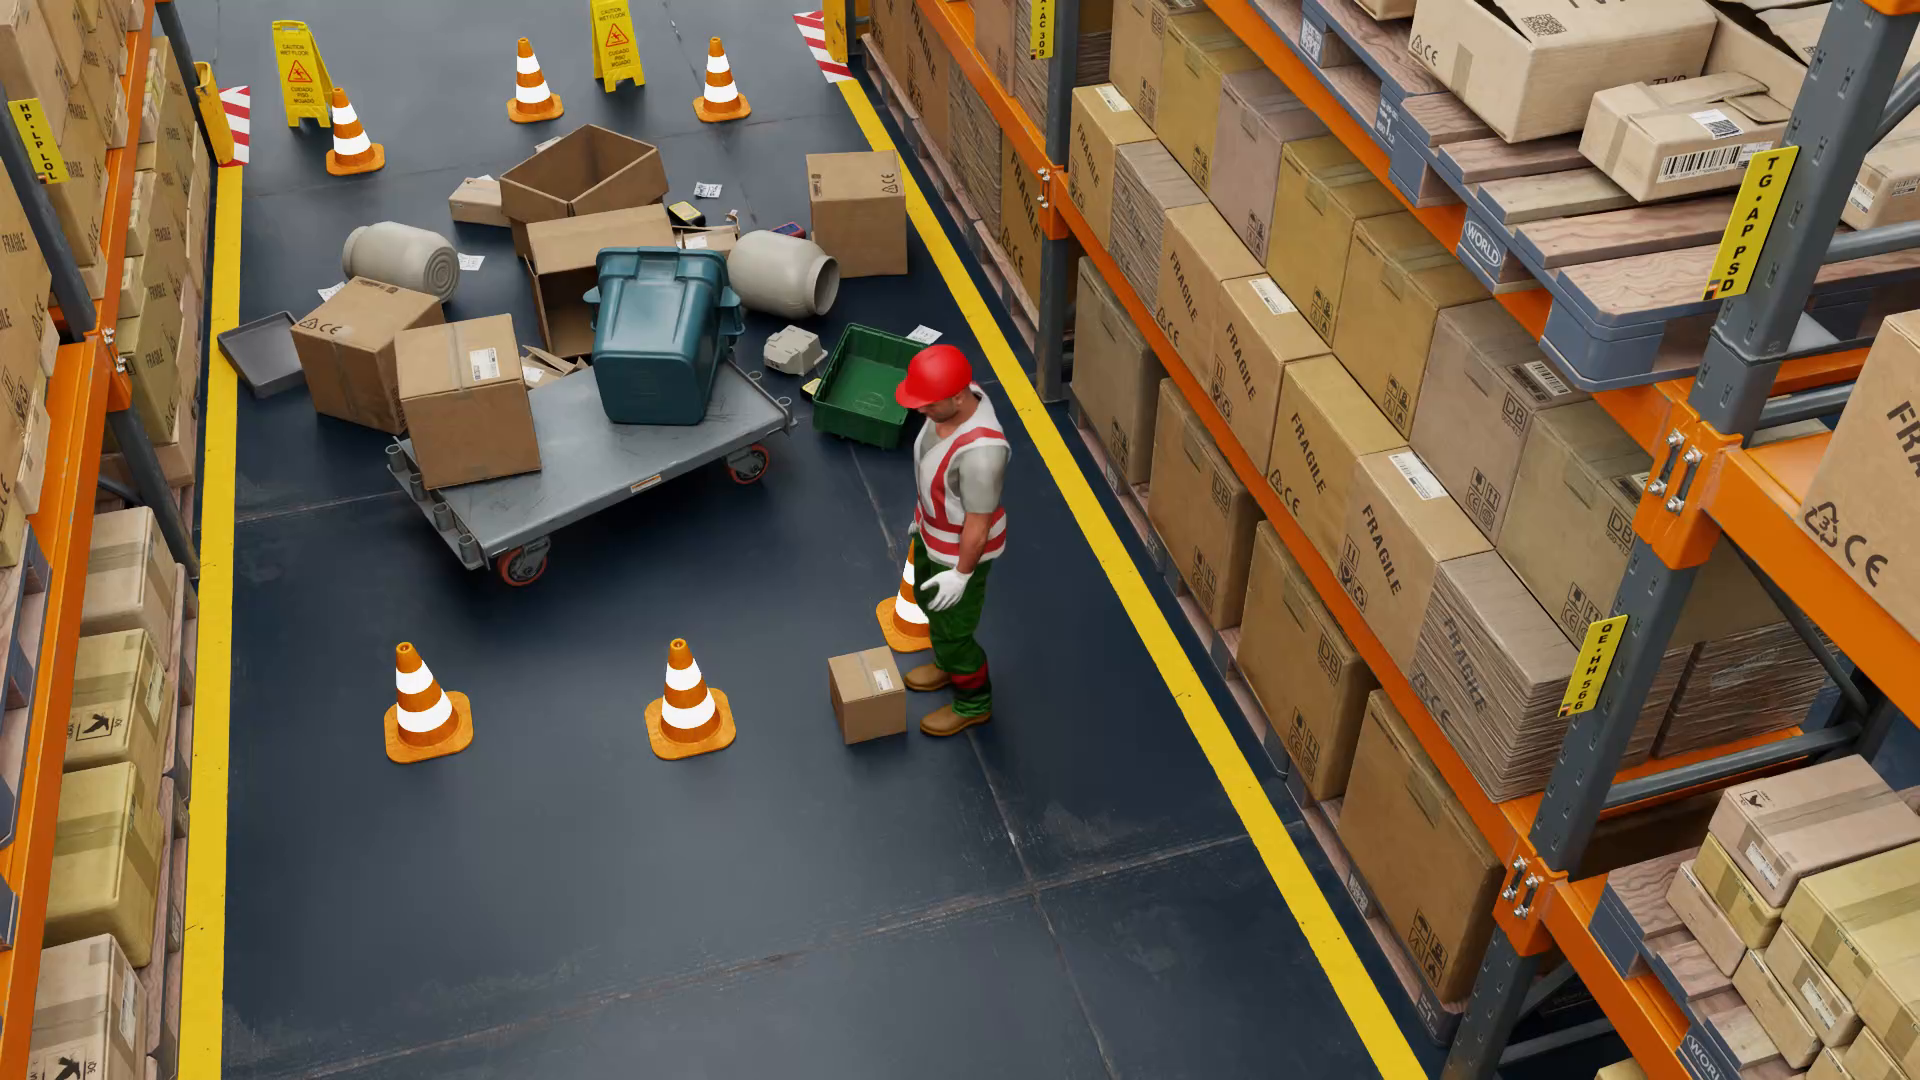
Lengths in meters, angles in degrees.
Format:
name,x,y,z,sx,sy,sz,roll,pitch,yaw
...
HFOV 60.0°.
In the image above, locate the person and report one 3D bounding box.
name,x,y,z,sx,sy,sz,roll,pitch,yaw
person,-0.033,0.010,6.148,0.388,1.768,0.533,-11,43,-12
